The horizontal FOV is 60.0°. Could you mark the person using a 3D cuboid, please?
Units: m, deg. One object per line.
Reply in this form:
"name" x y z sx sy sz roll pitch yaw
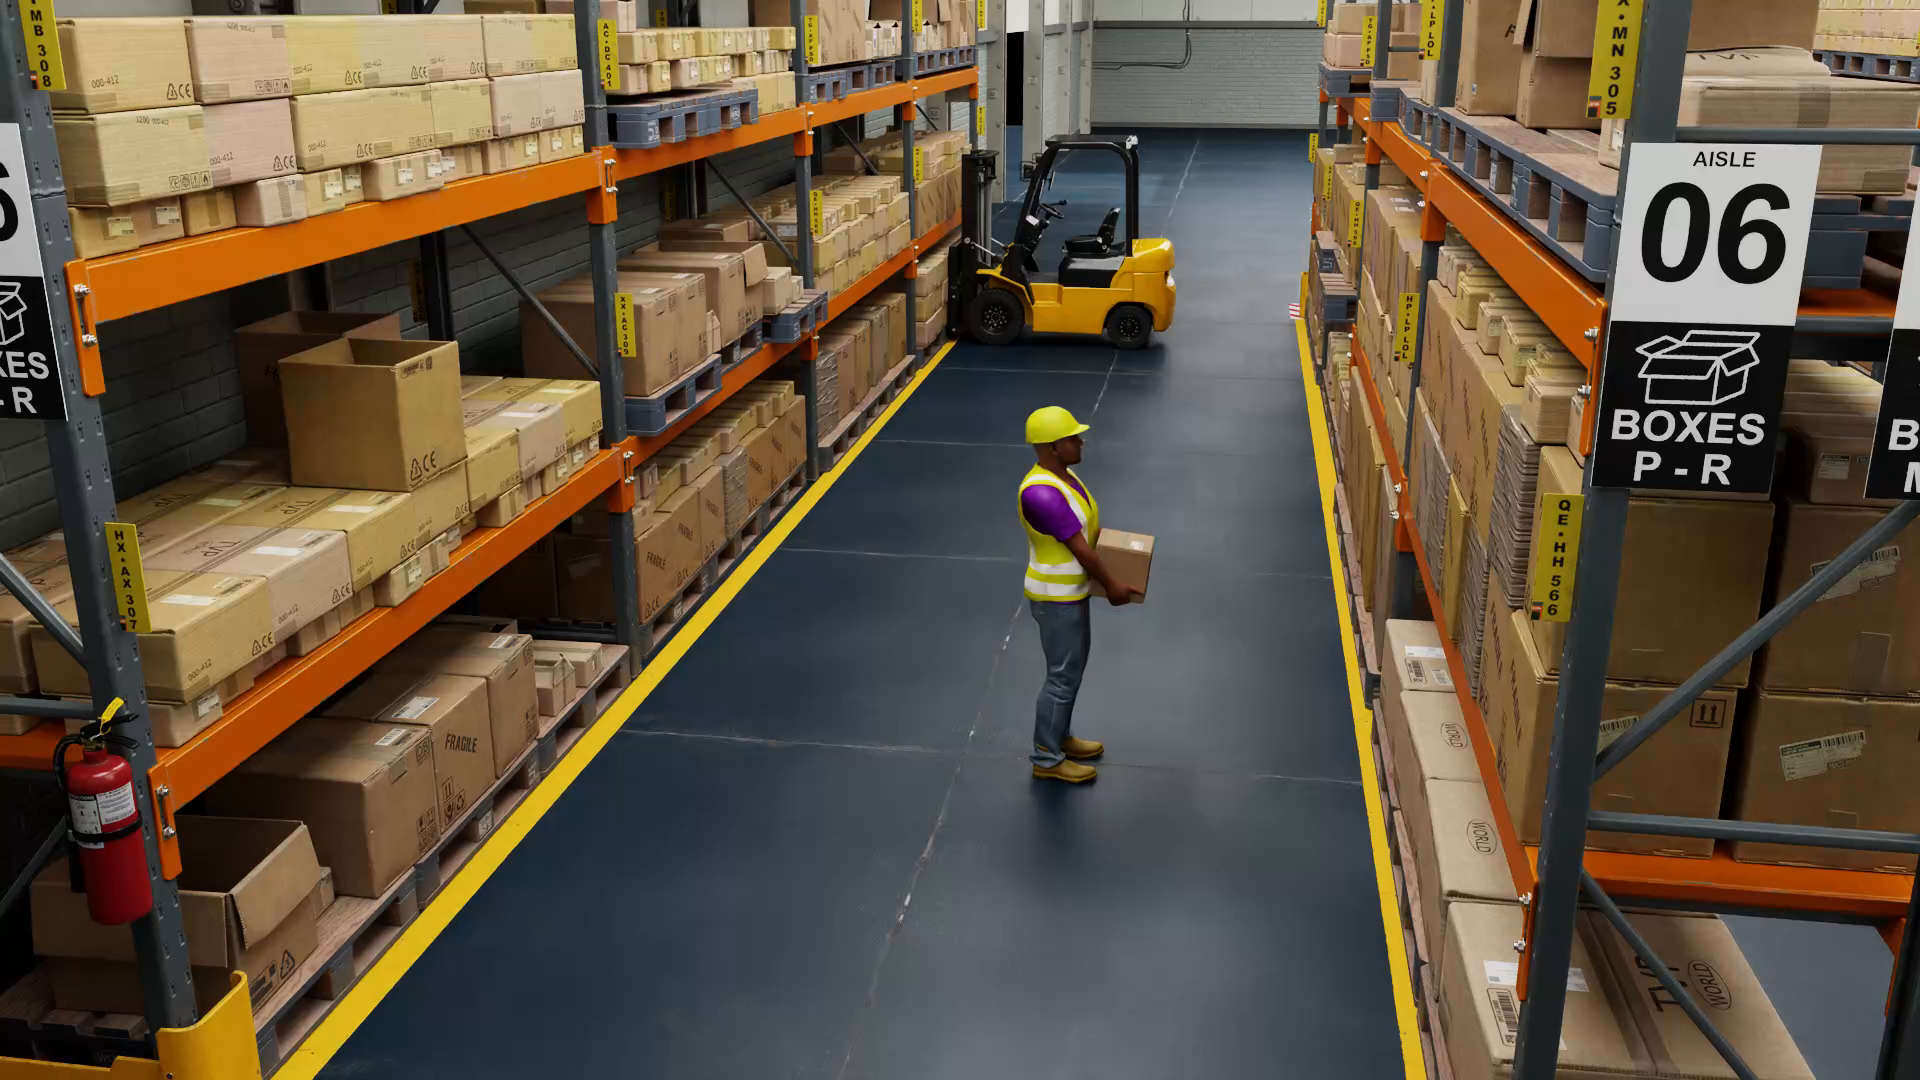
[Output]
"person" 0.572 0.248 7.750 0.586 1.760 0.503 3 18 10
